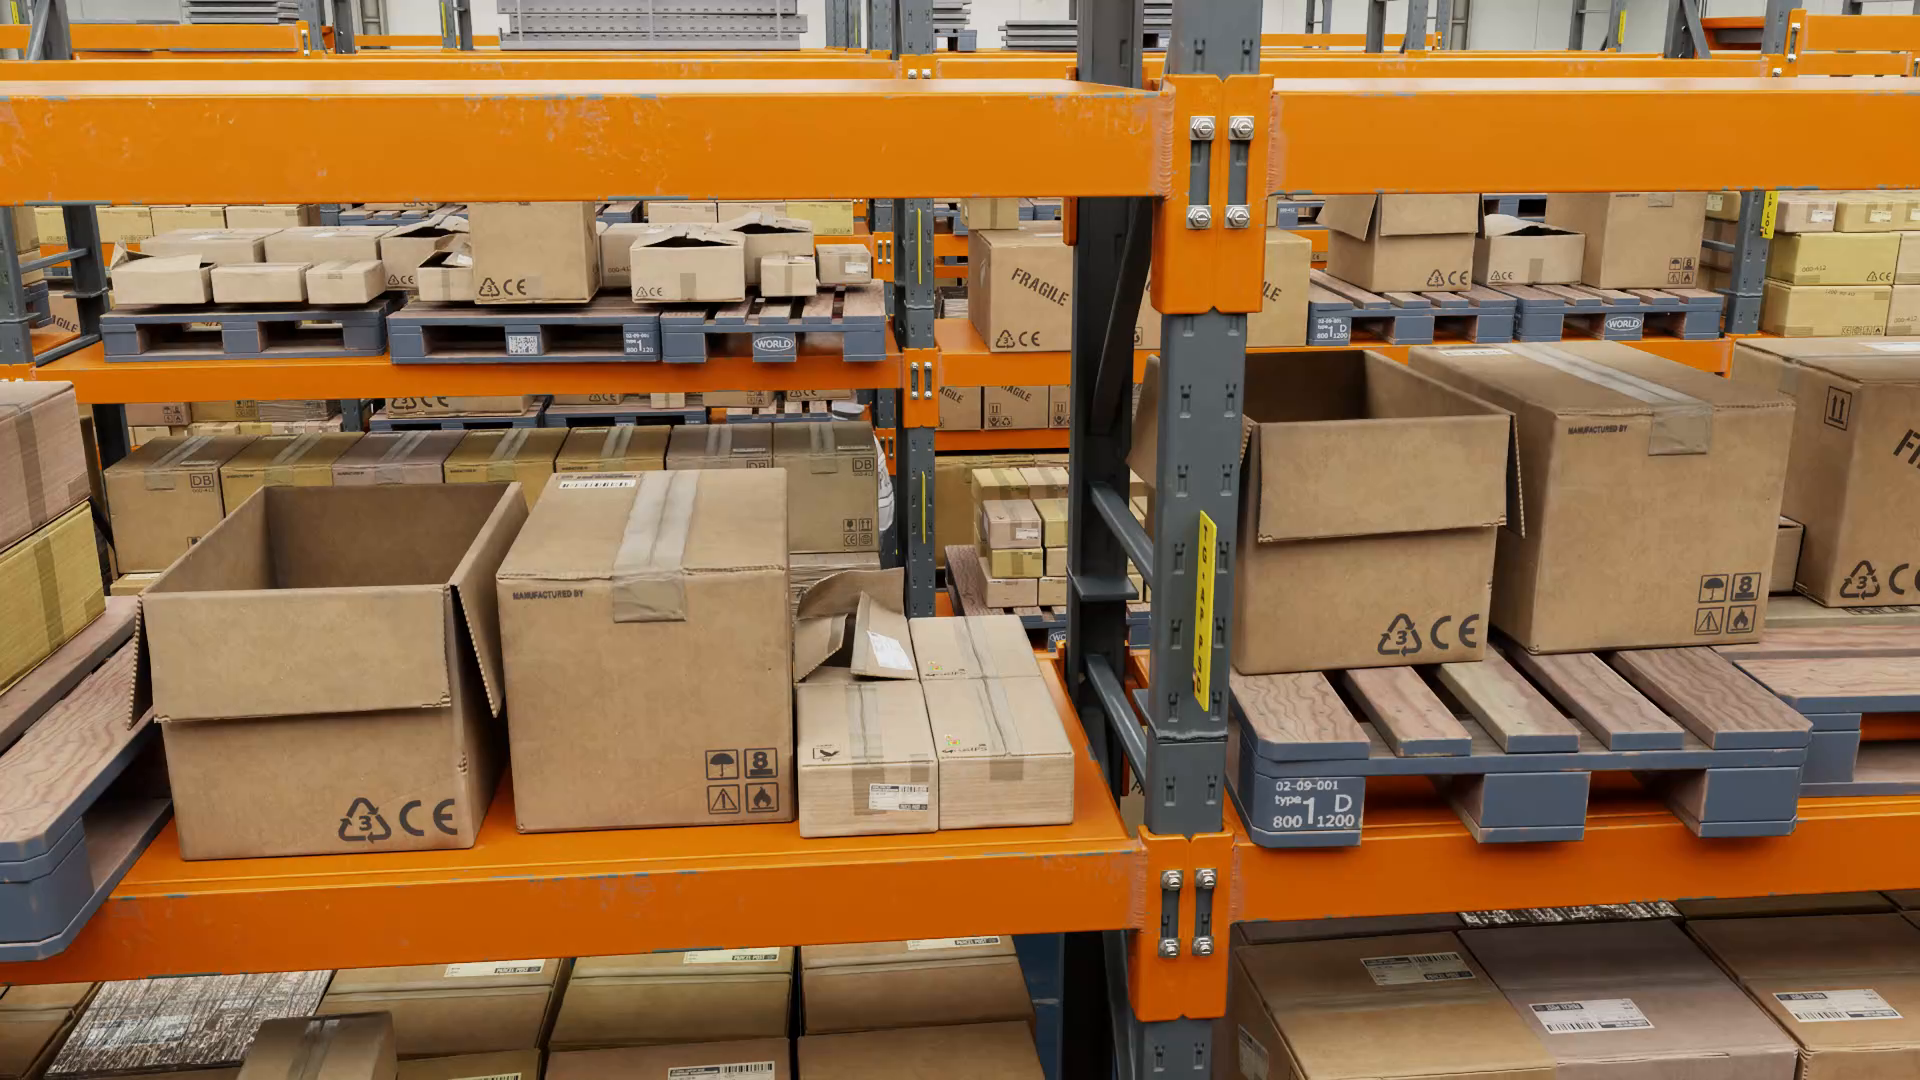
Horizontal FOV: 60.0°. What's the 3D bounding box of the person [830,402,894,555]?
[{"bbox_3d":[-0.703,-0.128,11.960,0.434,1.745,0.594,3,17,11],"label":"person"}]
